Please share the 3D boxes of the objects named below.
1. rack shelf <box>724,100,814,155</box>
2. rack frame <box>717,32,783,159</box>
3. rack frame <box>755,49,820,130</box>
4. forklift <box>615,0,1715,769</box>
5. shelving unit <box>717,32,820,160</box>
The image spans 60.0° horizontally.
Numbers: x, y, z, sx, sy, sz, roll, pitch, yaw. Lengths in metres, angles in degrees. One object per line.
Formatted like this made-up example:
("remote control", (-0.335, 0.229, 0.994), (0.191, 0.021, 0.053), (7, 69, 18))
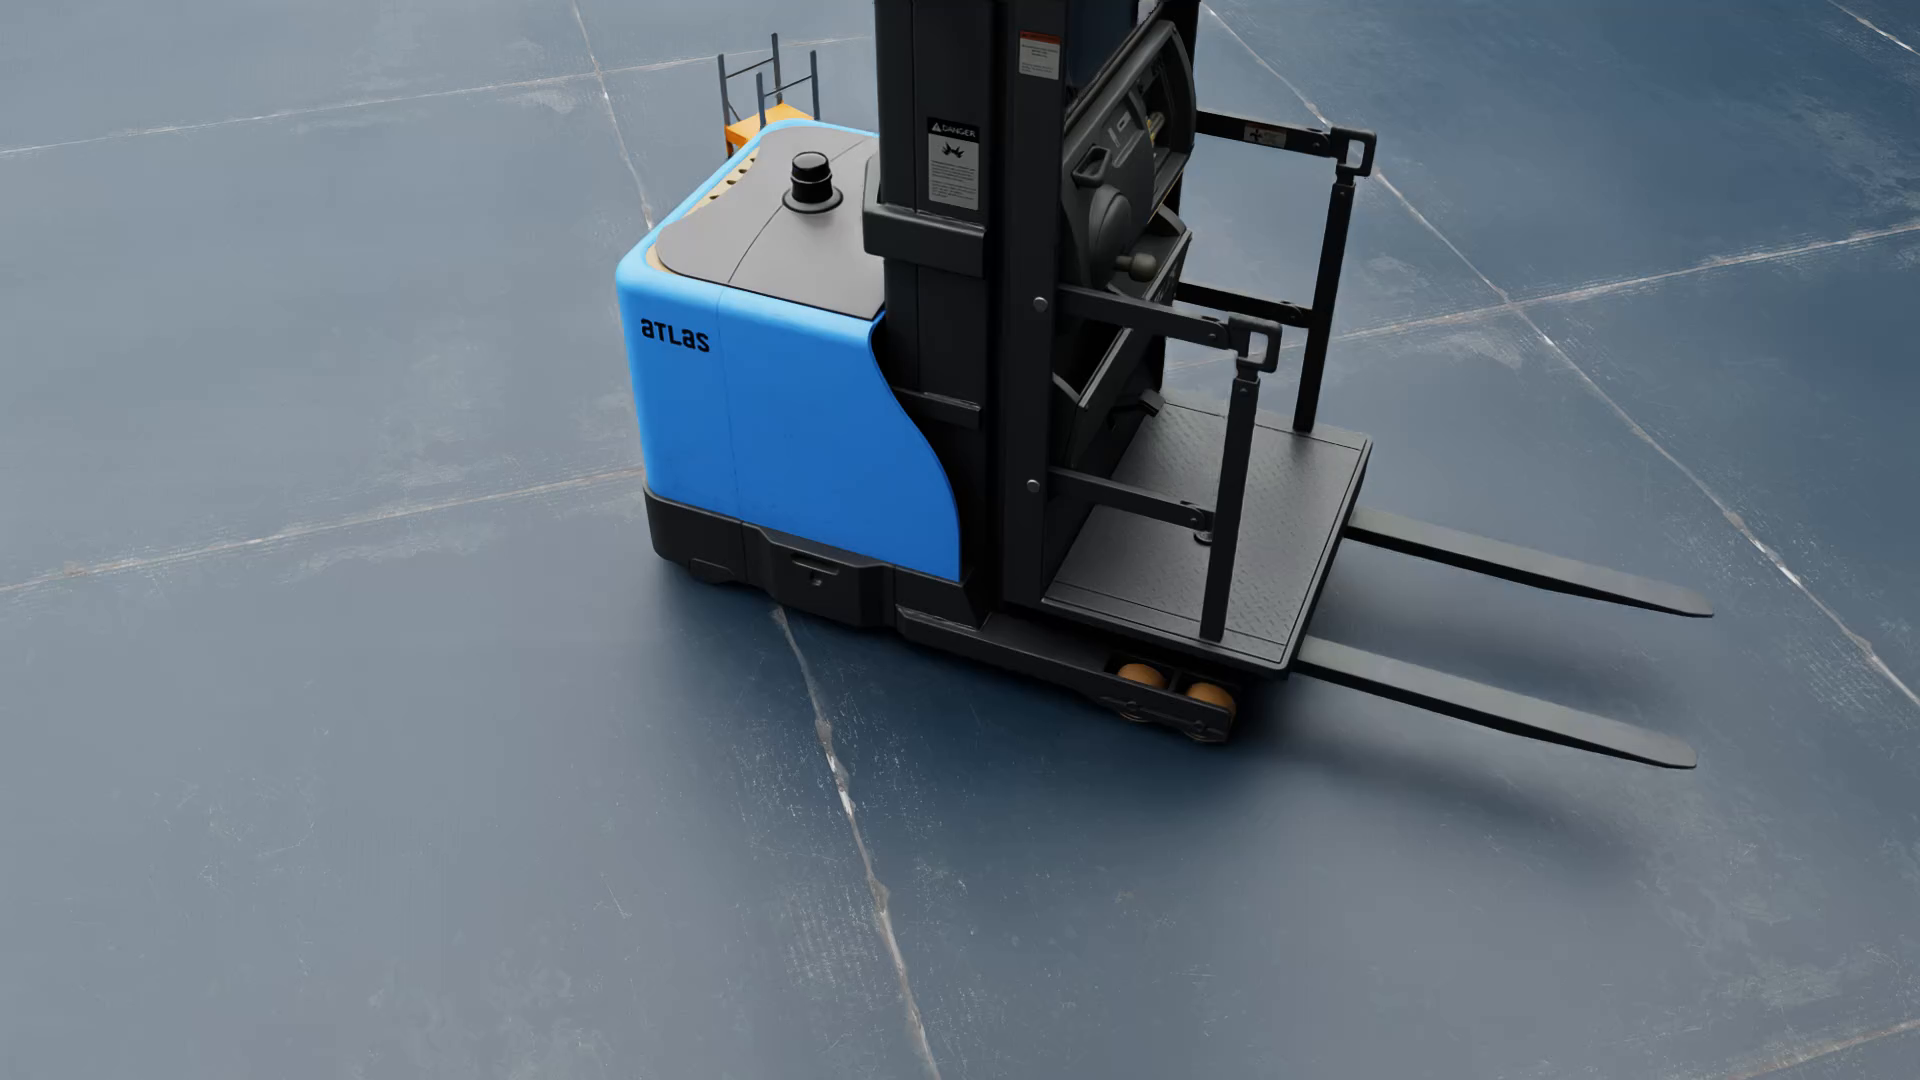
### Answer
("rack shelf", (-0.599, -1.296, 5.341), (0.180, 0.103, 0.258), (33, 51, 32))
("rack frame", (-0.663, -1.100, 5.597), (0.006, 1.200, 0.240), (33, 51, 32))
("rack frame", (-0.533, -1.016, 5.500), (0.006, 1.200, 0.240), (33, 51, 32))
("forklift", (0.614, -0.944, 4.103), (3.031, 2.935, 1.130), (16, 43, 17))
("shelving unit", (-0.598, -1.058, 5.548), (0.189, 1.200, 0.258), (33, 51, 32))
